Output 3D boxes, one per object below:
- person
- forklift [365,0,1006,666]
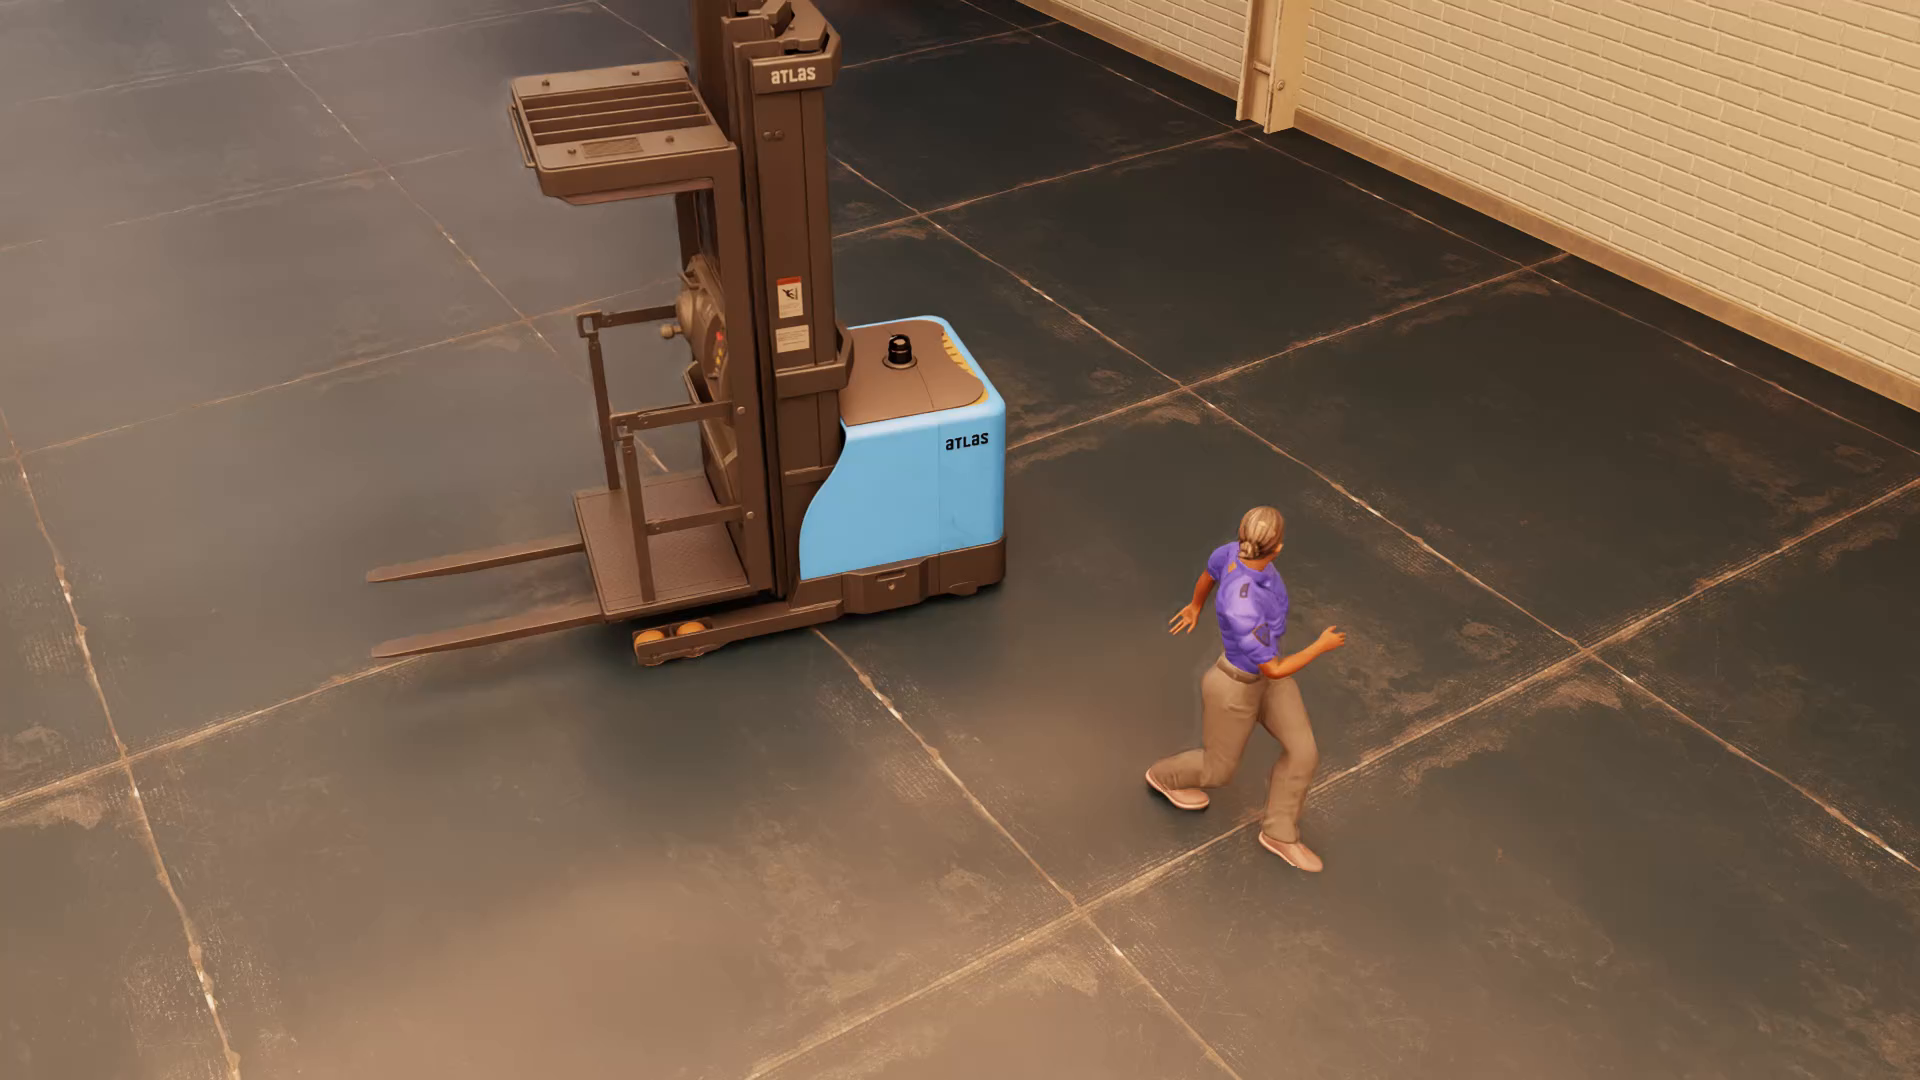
[{"bbox_3d":[1.141,0.555,6.576,0.890,1.596,0.470,23,41,29],"label":"person"},{"bbox_3d":[-1.345,-0.948,7.497,3.031,2.935,1.130,-11,37,-15],"label":"forklift"}]
